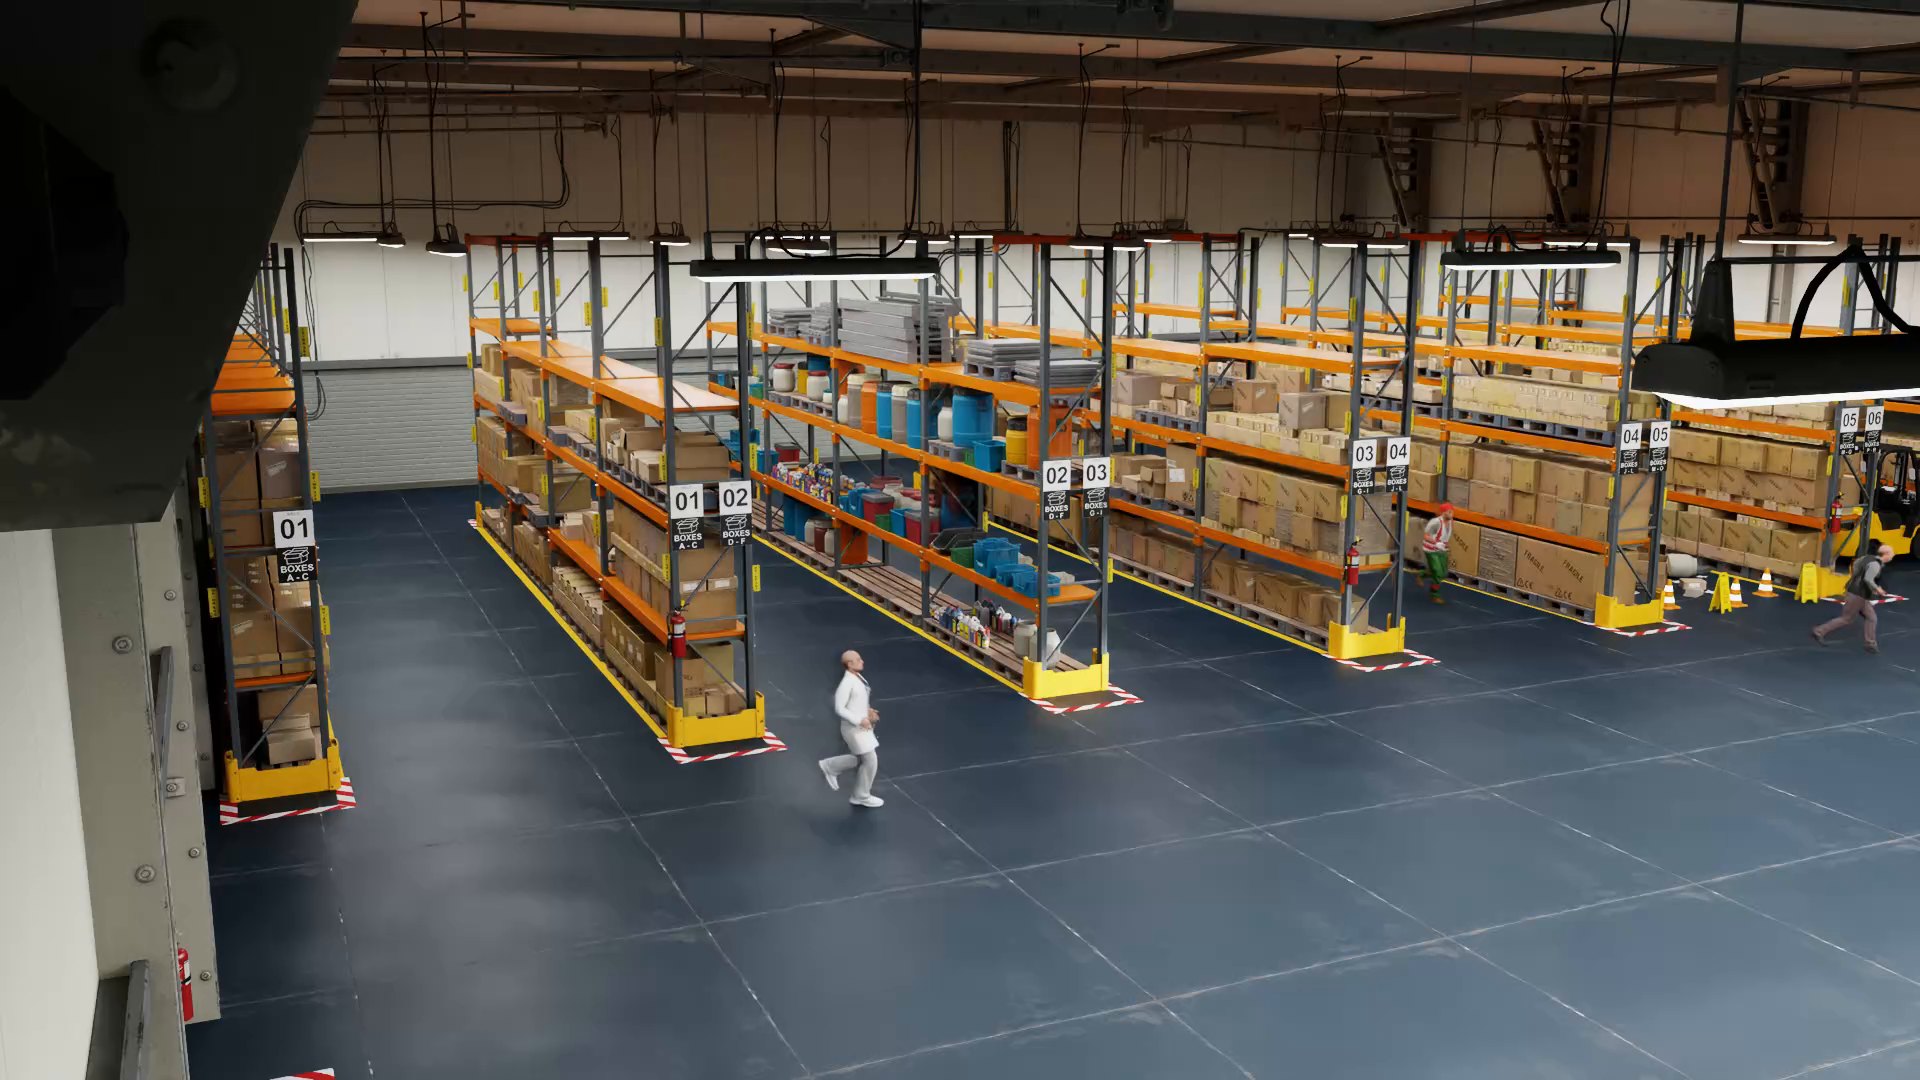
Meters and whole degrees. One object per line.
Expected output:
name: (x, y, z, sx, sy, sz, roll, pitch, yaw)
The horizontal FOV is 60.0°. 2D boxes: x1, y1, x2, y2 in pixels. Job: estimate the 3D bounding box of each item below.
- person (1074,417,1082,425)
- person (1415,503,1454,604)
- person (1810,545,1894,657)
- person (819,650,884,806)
person: (2.927, -2.348, 40.926, 0.571, 1.634, 0.556, 2, 11, 12)
person: (7.891, 0.202, 27.691, 0.645, 1.731, 0.778, -6, 13, -30)
person: (13.097, 0.870, 24.432, 1.007, 1.681, 0.697, 3, 12, 17)
person: (-1.194, 2.049, 18.062, 0.719, 1.744, 0.712, 1, 11, 3)
